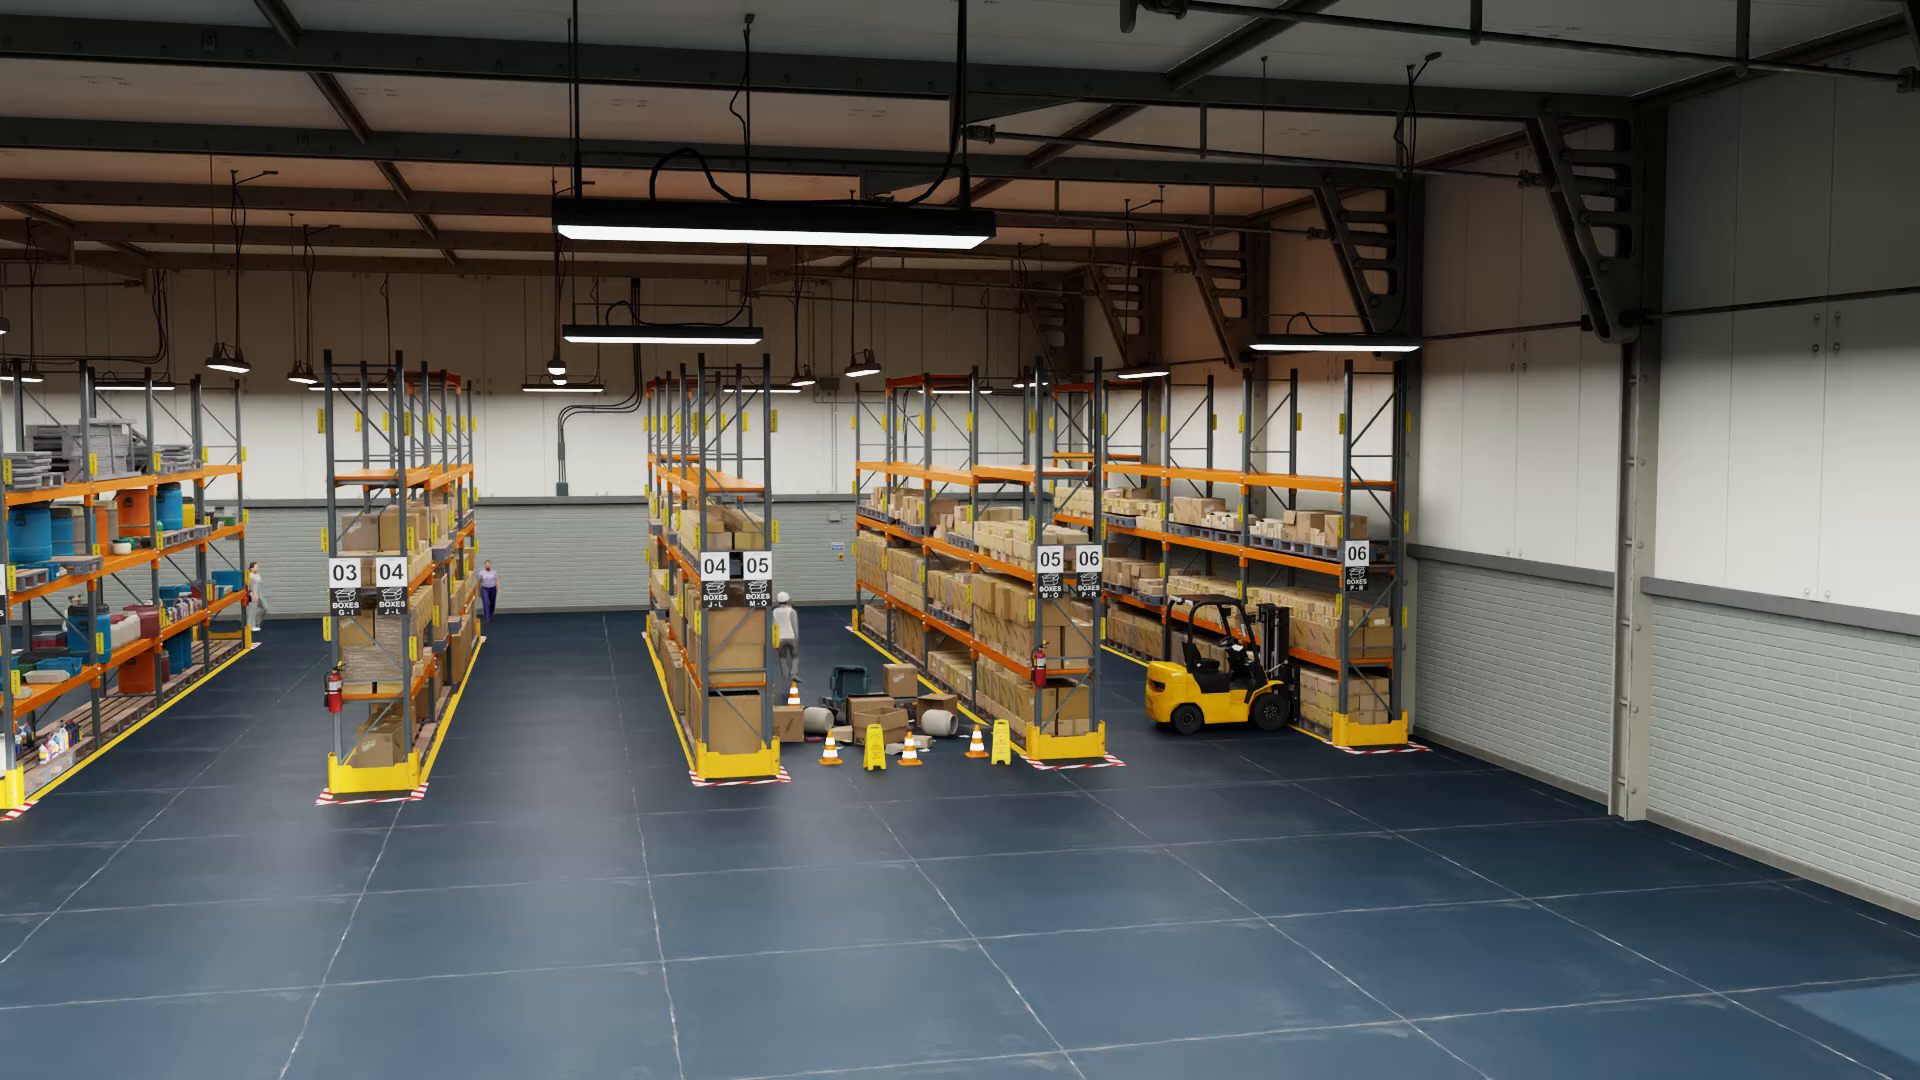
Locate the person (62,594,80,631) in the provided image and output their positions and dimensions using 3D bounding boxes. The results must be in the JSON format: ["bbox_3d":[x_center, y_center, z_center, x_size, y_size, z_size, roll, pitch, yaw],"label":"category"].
[{"bbox_3d":[-17.507,1.881,32.932,0.588,1.611,1.019,-1,4,-12],"label":"person"}]

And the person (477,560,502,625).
[{"bbox_3d":[-11.793,1.295,41.628,0.541,1.581,1.016,-2,4,-28],"label":"person"}]

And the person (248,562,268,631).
[{"bbox_3d":[-16.985,1.378,40.129,0.441,1.695,0.458,0,4,5],"label":"person"}]

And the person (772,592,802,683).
[{"bbox_3d":[-3.228,1.806,30.801,0.579,1.697,0.514,0,4,-5],"label":"person"}]
